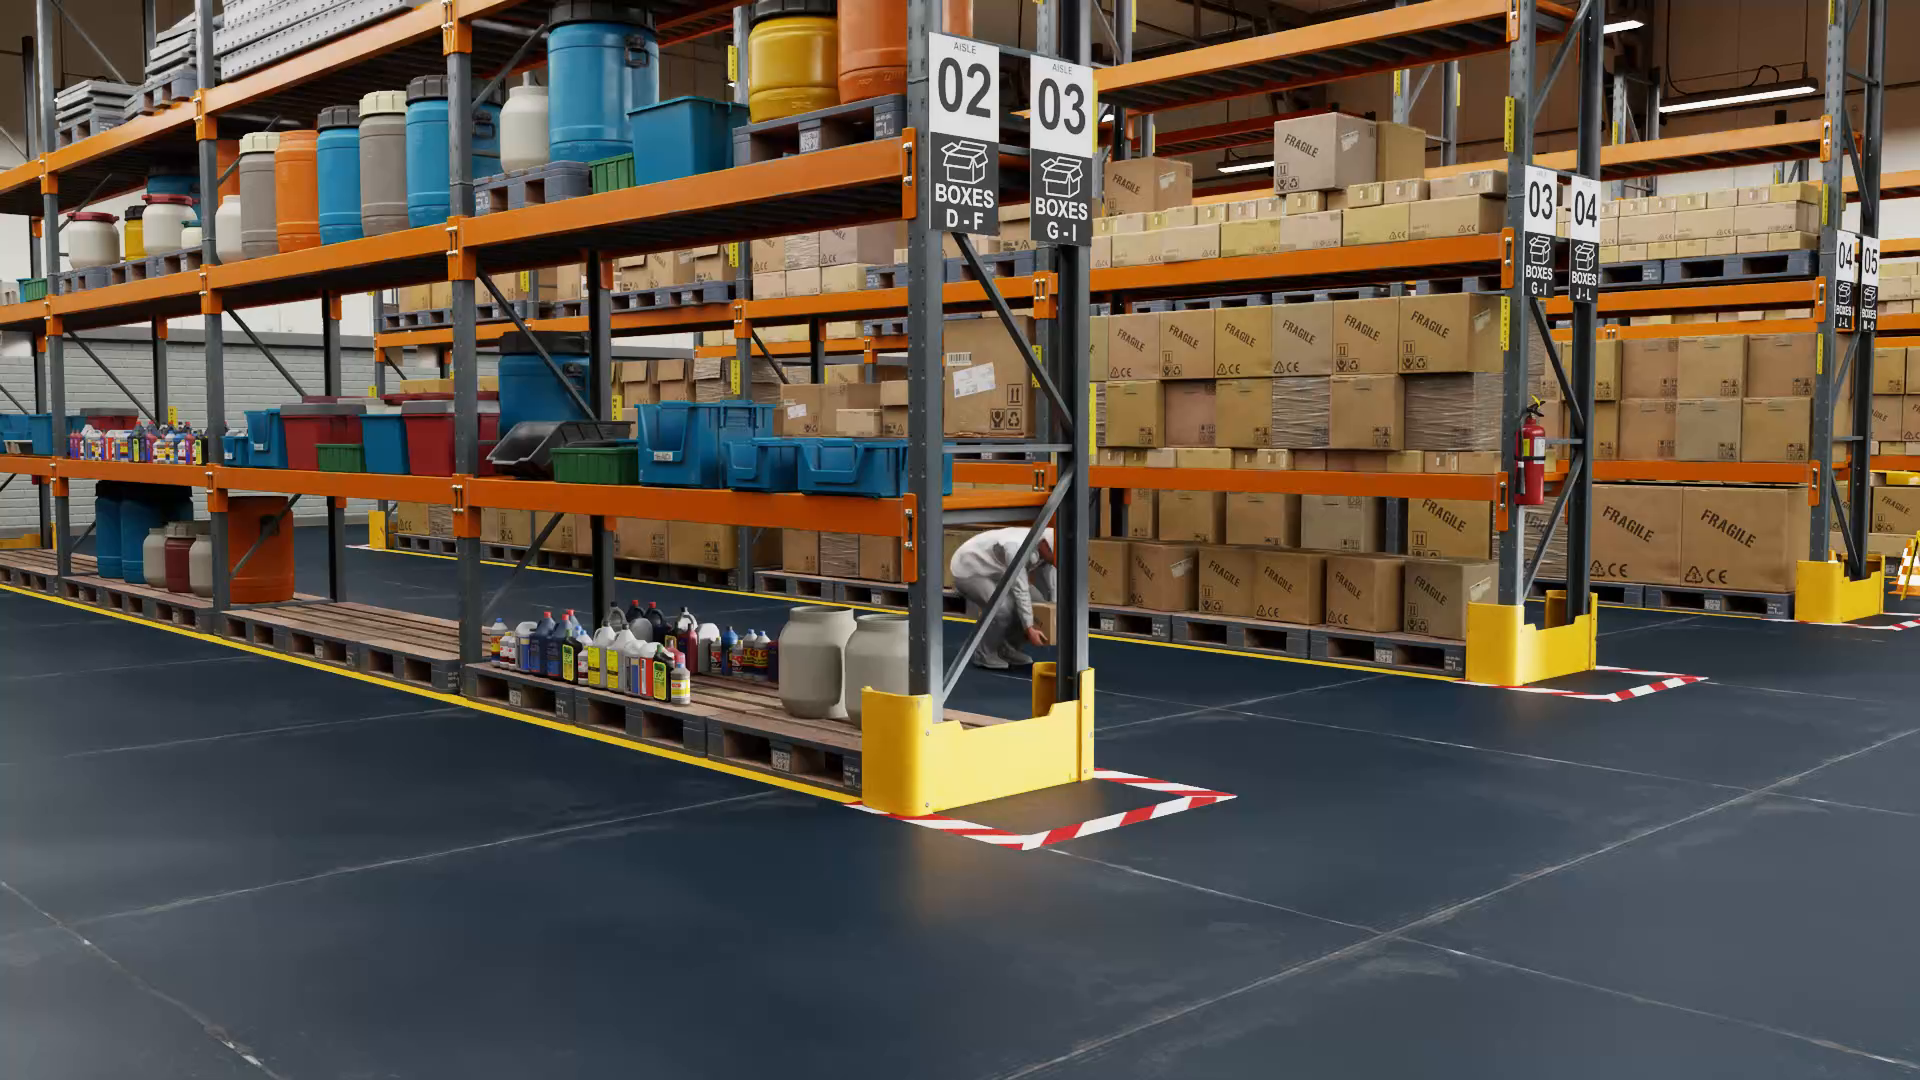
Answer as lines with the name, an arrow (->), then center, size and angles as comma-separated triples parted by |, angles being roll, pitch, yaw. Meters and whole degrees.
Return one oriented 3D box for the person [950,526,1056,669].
person -> 0.386, 0.363, 11.055 | 0.975, 0.987, 0.513 | 4, 5, 44
